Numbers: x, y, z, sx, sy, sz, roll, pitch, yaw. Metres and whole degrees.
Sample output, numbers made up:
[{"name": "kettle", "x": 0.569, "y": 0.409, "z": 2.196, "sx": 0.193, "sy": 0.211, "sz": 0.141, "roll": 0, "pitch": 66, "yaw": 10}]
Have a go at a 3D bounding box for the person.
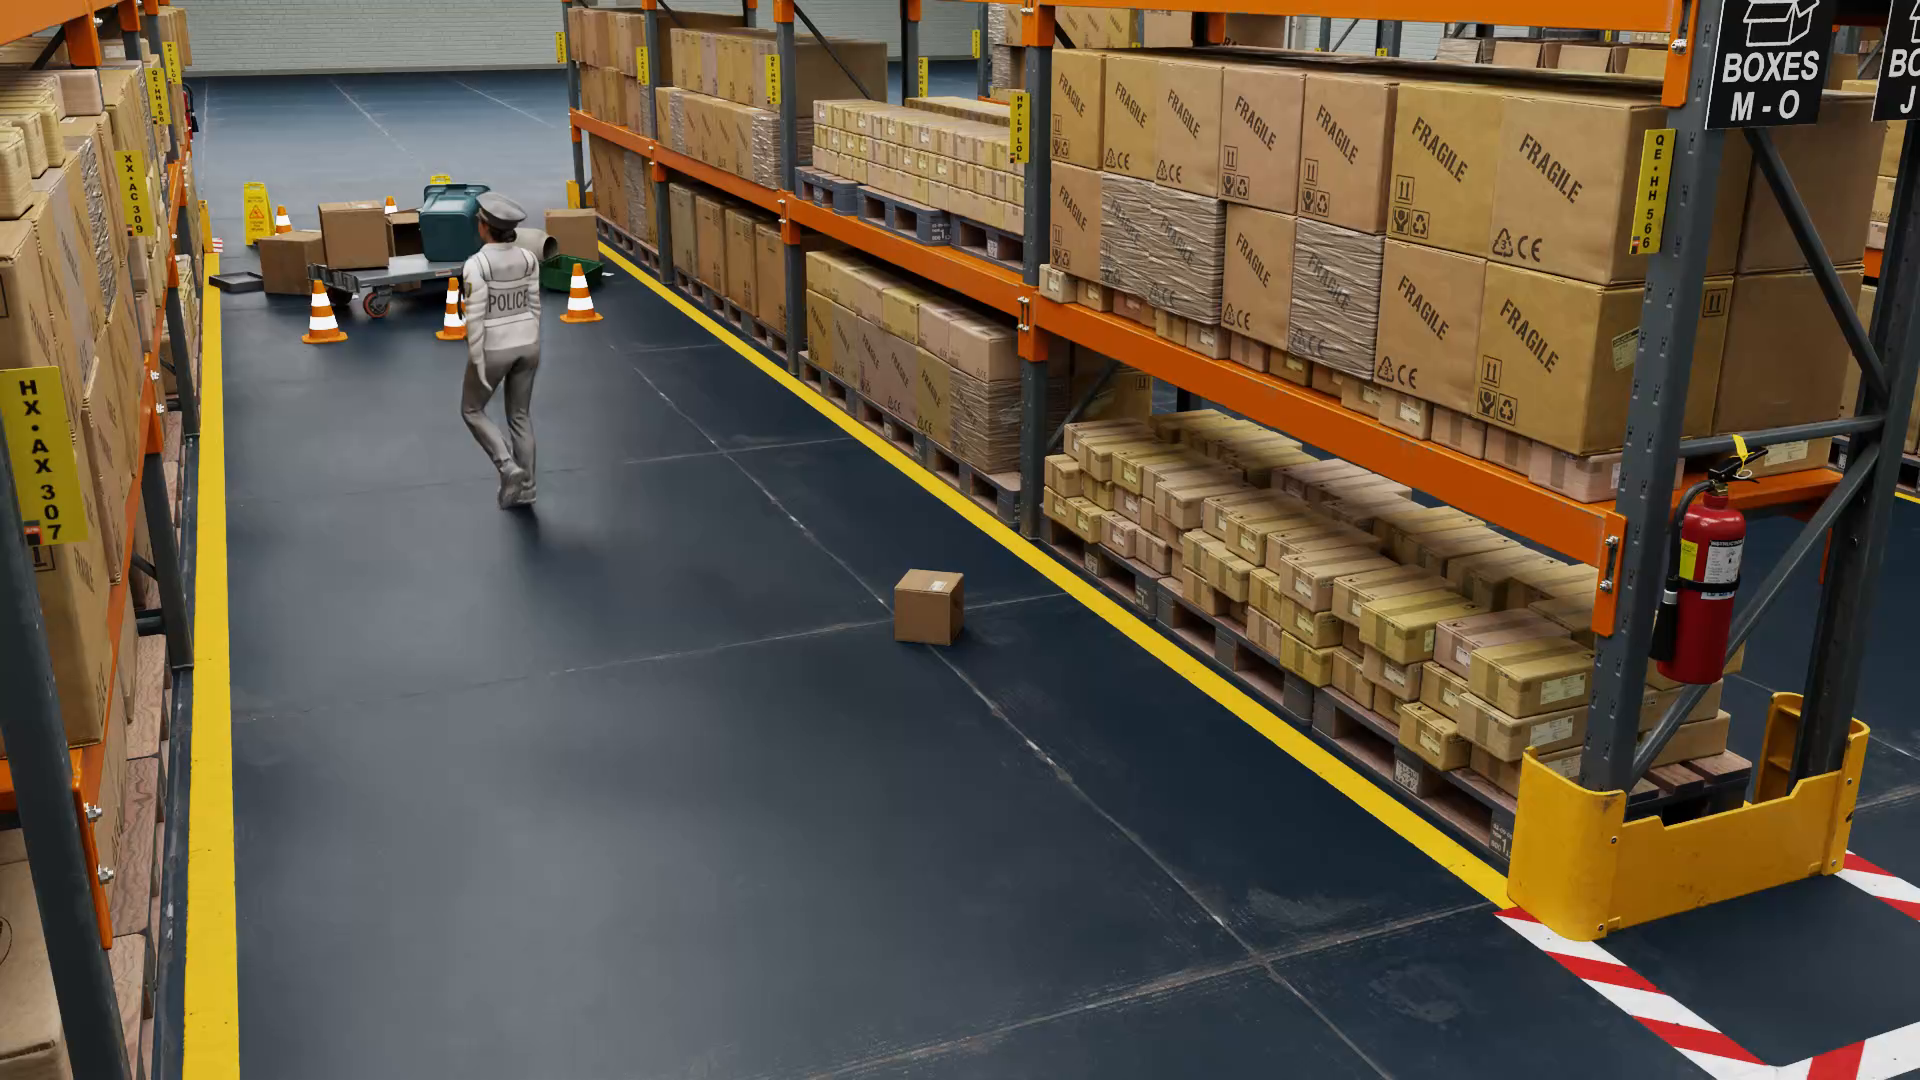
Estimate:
[{"name": "person", "x": -2.438, "y": -1.005, "z": 8.868, "sx": 0.482, "sy": 1.679, "sz": 0.446, "roll": -18, "pitch": 26, "yaw": -41}]
